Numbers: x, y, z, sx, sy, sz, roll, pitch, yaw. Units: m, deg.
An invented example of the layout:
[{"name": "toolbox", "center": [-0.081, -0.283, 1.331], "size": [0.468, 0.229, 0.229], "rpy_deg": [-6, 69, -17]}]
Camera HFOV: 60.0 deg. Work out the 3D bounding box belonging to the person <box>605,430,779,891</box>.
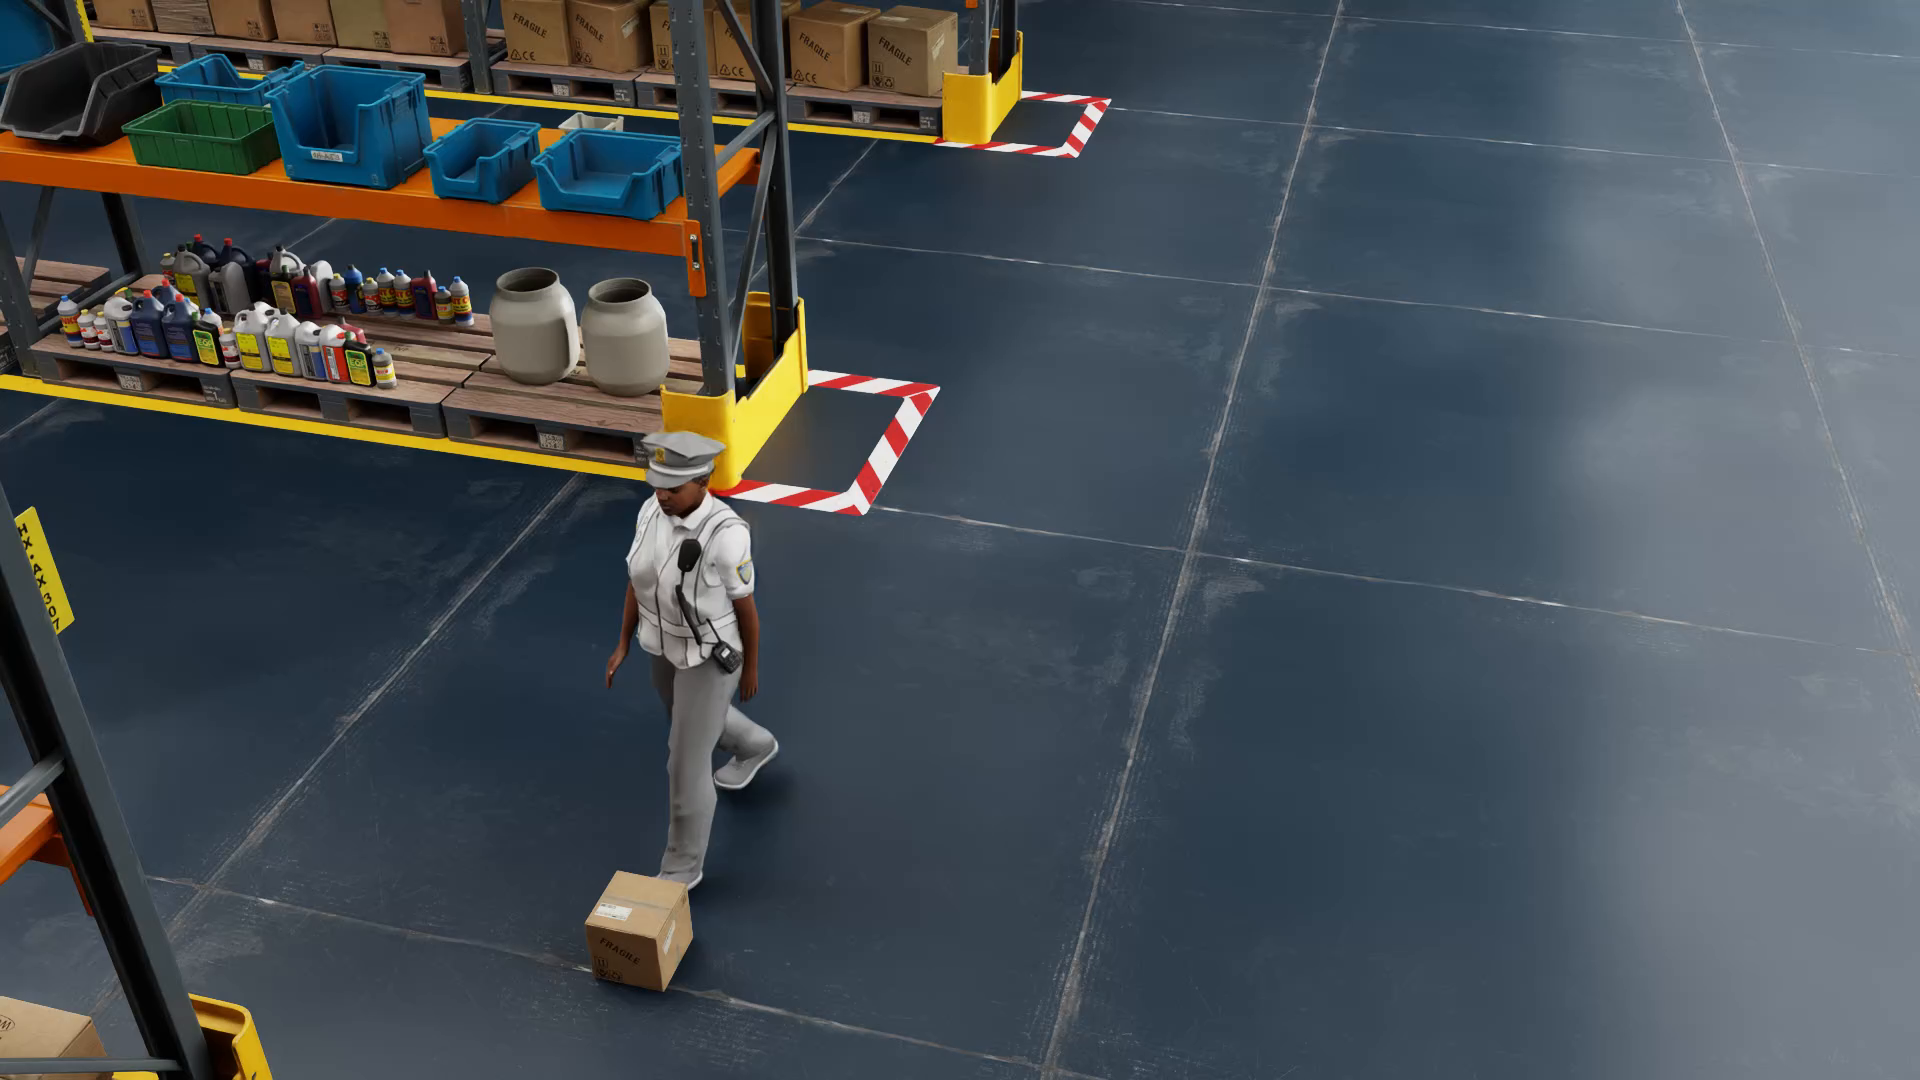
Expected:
[{"name": "person", "center": [-0.915, 0.368, 5.545], "size": [0.449, 1.643, 0.881], "rpy_deg": [24, 40, 32]}]
